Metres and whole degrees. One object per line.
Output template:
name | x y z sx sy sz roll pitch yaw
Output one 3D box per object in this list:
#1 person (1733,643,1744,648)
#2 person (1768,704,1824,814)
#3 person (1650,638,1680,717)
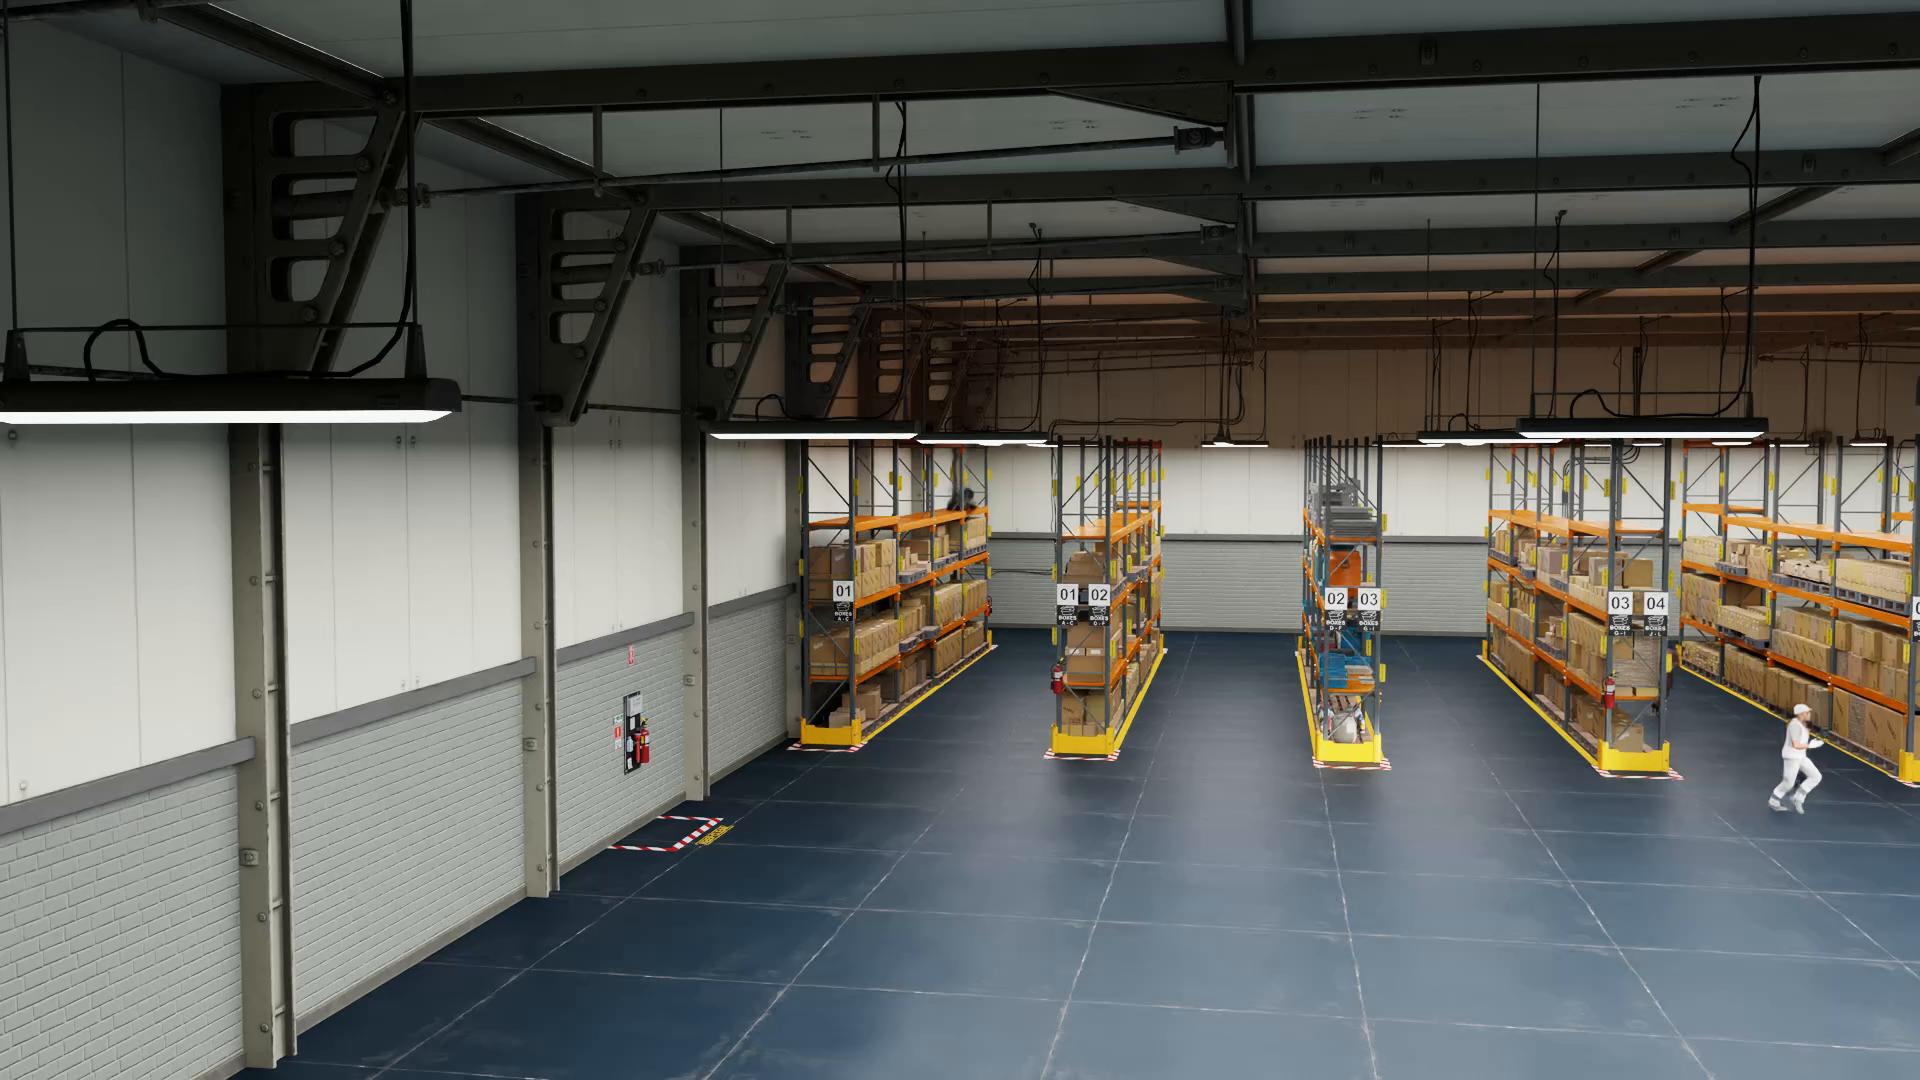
person | 21.046 2.451 44.787 0.702 1.732 0.648 -1 3 -21
person | 13.076 3.409 25.984 0.807 1.732 0.697 3 4 42
person | 15.007 2.927 35.521 0.722 1.735 0.634 0 3 1
